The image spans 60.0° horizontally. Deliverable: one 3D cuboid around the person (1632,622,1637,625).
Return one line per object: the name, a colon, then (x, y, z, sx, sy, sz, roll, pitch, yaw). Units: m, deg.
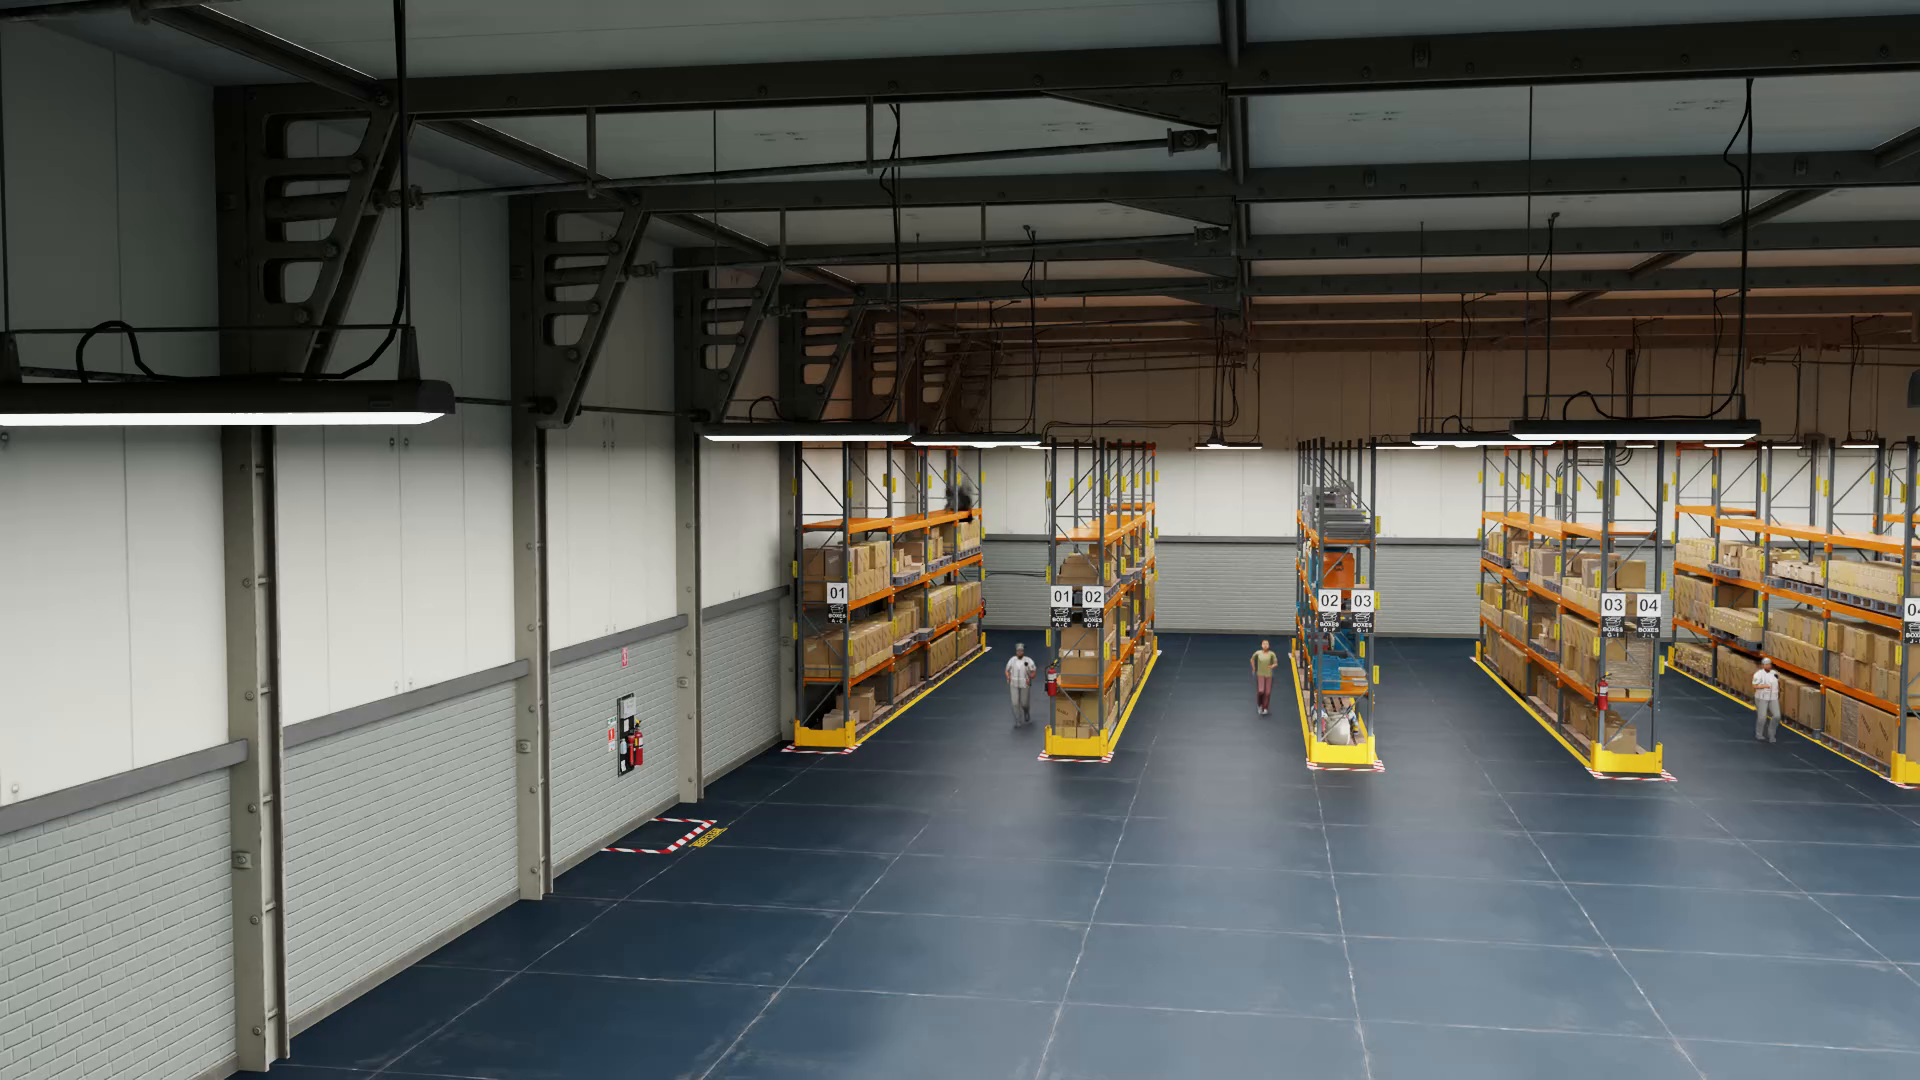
person: (17.344, 2.613, 42.153, 0.668, 1.807, 0.877, 1, 3, 17)

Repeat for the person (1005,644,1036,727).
person: (1.253, 3.018, 34.705, 0.661, 1.726, 0.629, 1, 3, 10)

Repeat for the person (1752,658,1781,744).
person: (15.909, 3.170, 32.748, 0.586, 1.695, 0.661, 0, 3, 5)

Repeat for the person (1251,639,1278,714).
person: (6.627, 2.970, 36.159, 0.560, 1.639, 0.628, 0, 3, 5)
